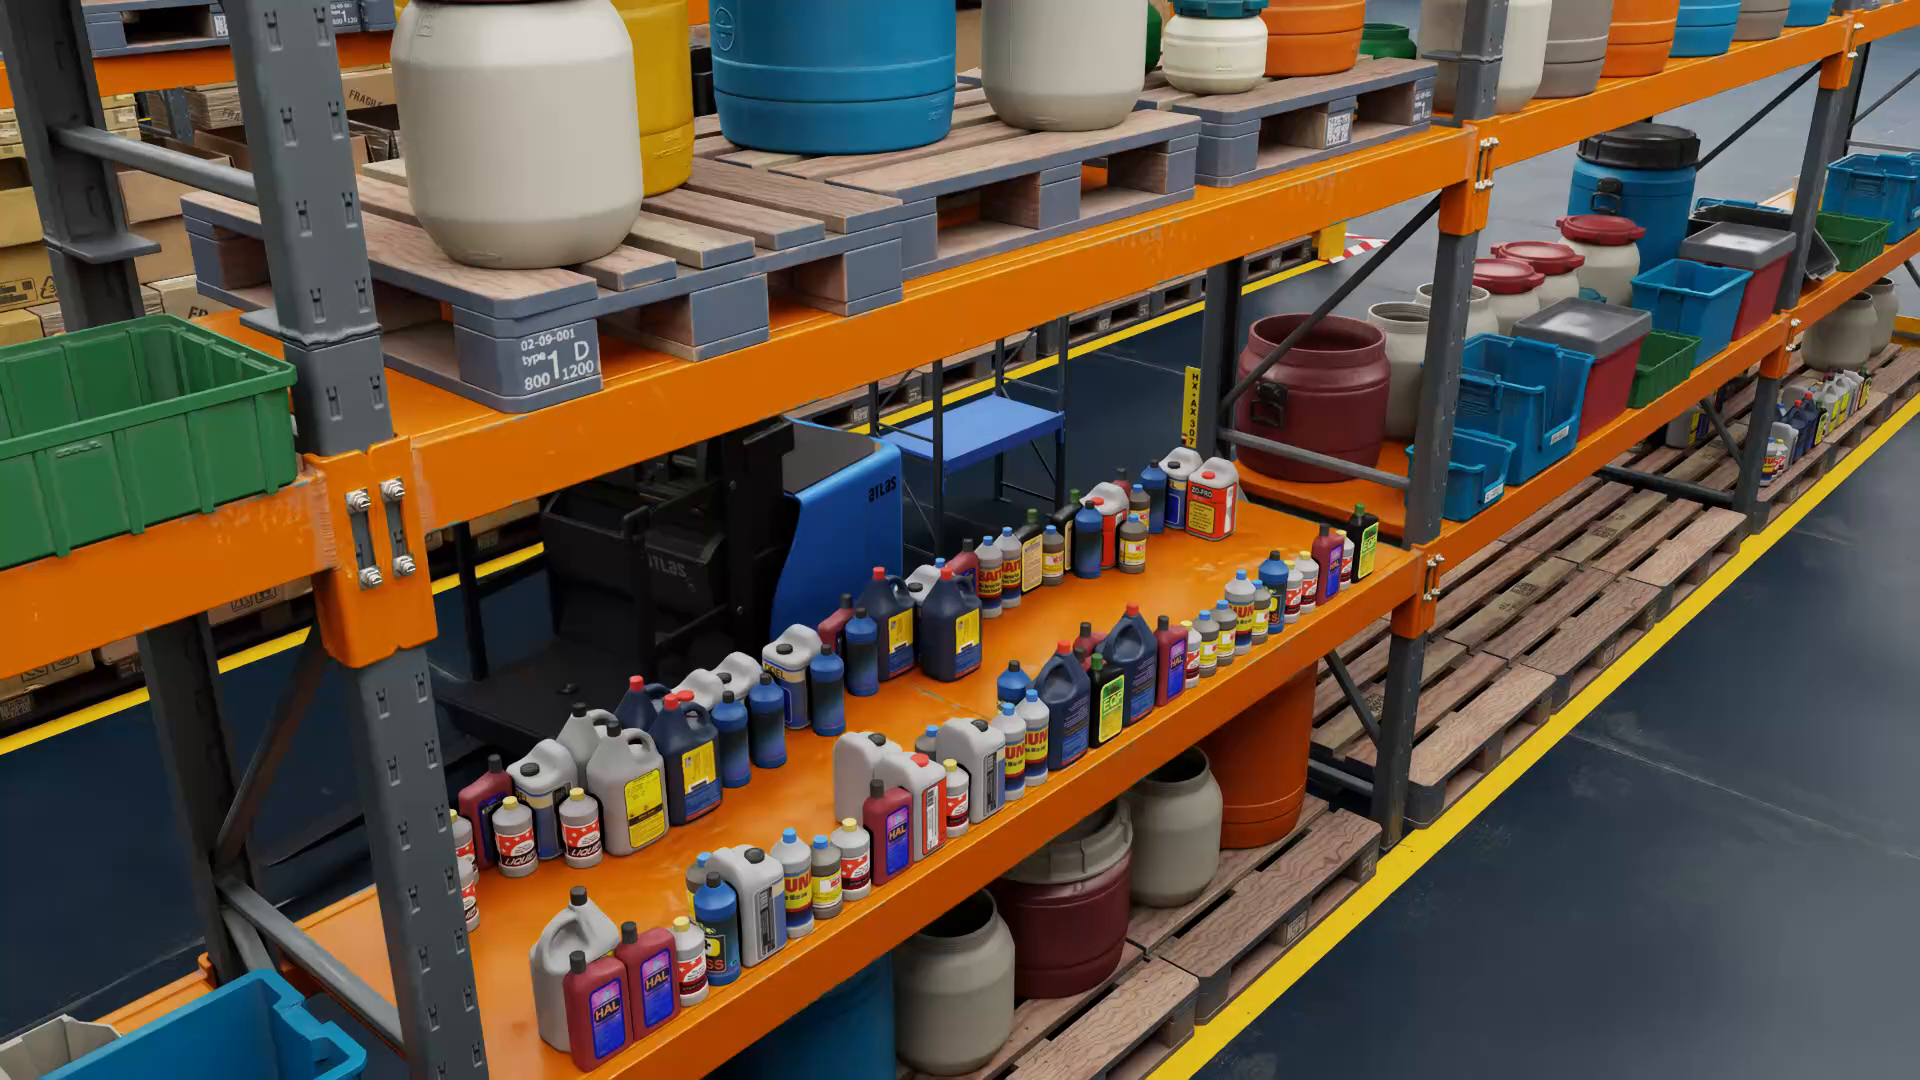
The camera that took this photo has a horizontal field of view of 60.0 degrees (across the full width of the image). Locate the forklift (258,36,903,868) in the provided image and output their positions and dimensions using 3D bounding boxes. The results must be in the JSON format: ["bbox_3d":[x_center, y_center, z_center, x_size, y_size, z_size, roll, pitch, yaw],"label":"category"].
[{"bbox_3d":[-1.475,-0.403,6.566,1.130,2.935,3.031,15,28,30],"label":"forklift"}]

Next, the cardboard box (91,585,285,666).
[{"bbox_3d":[-4.014,-0.124,7.945,1.225,0.875,0.875,19,30,36],"label":"cardboard box"}]

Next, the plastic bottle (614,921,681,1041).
[{"bbox_3d":[-0.682,0.941,3.629,0.061,0.283,0.133,20,31,38],"label":"plastic bottle"}]

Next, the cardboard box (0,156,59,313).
[{"bbox_3d":[-4.136,-1.335,7.214,0.797,0.503,0.637,21,31,38],"label":"cardboard box"}]

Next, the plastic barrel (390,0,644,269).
[{"bbox_3d":[-0.796,-0.791,3.002,0.433,0.535,0.433,0,24,0],"label":"plastic barrel"}]

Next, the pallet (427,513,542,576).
[{"bbox_3d":[-2.935,-0.156,9.340,1.003,0.211,1.213,20,31,38],"label":"pallet"}]

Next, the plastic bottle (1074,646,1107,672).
[{"bbox_3d":[0.363,0.426,4.776,0.061,0.283,0.133,20,31,38],"label":"plastic bottle"}]

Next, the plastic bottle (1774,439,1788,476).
[{"bbox_3d":[4.680,-0.477,9.531,0.097,0.201,0.097,0,24,0],"label":"plastic bottle"}]

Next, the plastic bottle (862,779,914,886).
[{"bbox_3d":[-0.179,0.711,4.141,0.061,0.283,0.133,20,31,38],"label":"plastic bottle"}]

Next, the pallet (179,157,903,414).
[{"bbox_3d":[-0.884,-0.625,3.542,1.213,0.211,1.003,20,31,38],"label":"pallet"}]

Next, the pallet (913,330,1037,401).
[{"bbox_3d":[-0.202,-1.357,12.018,1.003,0.211,1.213,20,31,38],"label":"pallet"}]

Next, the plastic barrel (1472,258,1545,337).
[{"bbox_3d":[2.425,-0.989,7.624,0.433,0.535,0.433,0,24,0],"label":"plastic barrel"}]

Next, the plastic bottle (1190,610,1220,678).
[{"bbox_3d":[0.749,0.313,5.128,0.097,0.201,0.097,0,24,0],"label":"plastic bottle"}]

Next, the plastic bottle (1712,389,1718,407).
[{"bbox_3d":[4.658,-0.887,10.345,0.061,0.283,0.133,20,31,38],"label":"plastic bottle"}]

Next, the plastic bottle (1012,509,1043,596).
[{"bbox_3d":[0.220,0.041,5.635,0.061,0.283,0.133,20,31,38],"label":"plastic bottle"}]

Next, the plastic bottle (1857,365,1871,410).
[{"bbox_3d":[5.711,-0.974,10.539,0.061,0.283,0.133,21,32,39],"label":"plastic bottle"}]

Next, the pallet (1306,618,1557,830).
[{"bbox_3d":[1.882,0.751,7.316,1.003,0.211,1.213,20,31,38],"label":"pallet"}]

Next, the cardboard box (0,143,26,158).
[{"bbox_3d":[-6.473,-2.606,11.189,0.380,0.149,0.250,20,31,37],"label":"cardboard box"}]

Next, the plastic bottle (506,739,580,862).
[{"bbox_3d":[-1.068,0.660,4.263,0.152,0.276,0.135,20,31,38],"label":"plastic bottle"}]

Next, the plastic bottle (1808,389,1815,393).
[{"bbox_3d":[5.268,-0.834,10.326,0.097,0.201,0.097,0,24,0],"label":"plastic bottle"}]

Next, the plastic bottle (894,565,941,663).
[{"bbox_3d":[-0.119,0.227,5.229,0.152,0.276,0.135,20,31,38],"label":"plastic bottle"}]

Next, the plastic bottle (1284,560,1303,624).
[{"bbox_3d":[1.074,0.165,5.459,0.097,0.201,0.097,0,24,0],"label":"plastic bottle"}]

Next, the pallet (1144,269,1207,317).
[{"bbox_3d":[1.553,-2.182,13.858,1.003,0.211,1.213,20,31,38],"label":"pallet"}]

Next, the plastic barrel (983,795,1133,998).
[{"bbox_3d":[0.268,1.111,5.540,0.600,0.588,0.708,20,31,38],"label":"plastic barrel"}]

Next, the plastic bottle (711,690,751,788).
[{"bbox_3d":[-0.626,0.537,4.543,0.097,0.271,0.097,0,24,0],"label":"plastic bottle"}]

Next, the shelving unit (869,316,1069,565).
[{"bbox_3d":[0.057,-0.710,9.001,0.538,1.500,1.048,20,31,38],"label":"shelving unit"}]

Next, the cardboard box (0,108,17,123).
[{"bbox_3d":[-6.484,-2.869,11.049,0.380,0.149,0.250,21,32,39],"label":"cardboard box"}]

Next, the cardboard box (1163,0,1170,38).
[{"bbox_3d":[1.473,-3.877,12.522,0.500,0.500,0.500,20,31,38],"label":"cardboard box"}]

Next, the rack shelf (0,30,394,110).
[{"bbox_3d":[-3.688,-2.079,7.434,1.077,0.370,4.000,20,31,38],"label":"rack shelf"}]

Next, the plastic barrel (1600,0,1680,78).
[{"bbox_3d":[2.482,-2.250,6.412,0.600,0.830,0.708,20,31,38],"label":"plastic barrel"}]

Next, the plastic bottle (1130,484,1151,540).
[{"bbox_3d":[0.643,-0.104,6.058,0.097,0.201,0.097,0,24,0],"label":"plastic bottle"}]

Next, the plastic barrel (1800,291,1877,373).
[{"bbox_3d":[5.958,-1.415,11.268,0.421,0.512,0.421,0,24,0],"label":"plastic barrel"}]

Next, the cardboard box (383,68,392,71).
[{"bbox_3d":[-4.470,-3.602,13.495,0.500,0.500,0.500,20,31,37],"label":"cardboard box"}]

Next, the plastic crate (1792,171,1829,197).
[{"bbox_3d":[5.838,-2.428,11.321,0.298,0.136,0.250,20,31,38],"label":"plastic crate"}]

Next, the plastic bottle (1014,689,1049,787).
[{"bbox_3d":[0.194,0.535,4.549,0.097,0.271,0.097,0,24,0],"label":"plastic bottle"}]

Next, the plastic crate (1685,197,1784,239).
[{"bbox_3d":[4.542,-1.858,9.909,0.499,0.251,0.616,20,31,38],"label":"plastic crate"}]

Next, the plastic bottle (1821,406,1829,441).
[{"bbox_3d":[5.185,-0.708,10.046,0.097,0.201,0.097,0,24,0],"label":"plastic bottle"}]

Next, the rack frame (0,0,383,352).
[{"bbox_3d":[-1.334,-1.814,2.297,1.000,3.000,0.127,20,31,38],"label":"rack frame"}]

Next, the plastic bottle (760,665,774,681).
[{"bbox_3d":[-0.584,0.457,4.808,0.097,0.201,0.097,0,24,0],"label":"plastic bottle"}]

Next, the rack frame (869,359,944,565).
[{"bbox_3d":[-0.282,-0.555,8.656,0.500,1.500,0.032,20,31,38],"label":"rack frame"}]

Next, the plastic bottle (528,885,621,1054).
[{"bbox_3d":[-0.831,0.915,3.604,0.144,0.351,0.185,20,31,38],"label":"plastic bottle"}]

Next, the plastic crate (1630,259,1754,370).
[{"bbox_3d":[3.501,-1.086,8.025,0.392,0.384,0.575,20,31,38],"label":"plastic crate"}]

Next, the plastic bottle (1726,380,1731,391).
[{"bbox_3d":[5.004,-1.117,10.872,0.097,0.271,0.097,0,24,0],"label":"plastic bottle"}]

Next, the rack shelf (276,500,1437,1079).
[{"bbox_3d":[0.001,0.642,5.031,1.077,0.370,4.000,20,31,38],"label":"rack shelf"}]

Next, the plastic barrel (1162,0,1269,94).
[{"bbox_3d":[0.729,-1.426,4.754,0.301,0.262,0.301,0,24,0],"label":"plastic barrel"}]

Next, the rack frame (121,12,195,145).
[{"bbox_3d":[-5.979,-3.033,12.348,1.000,3.000,0.127,20,31,38],"label":"rack frame"}]

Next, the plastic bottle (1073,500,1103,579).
[{"bbox_3d":[0.445,-0.008,5.758,0.097,0.271,0.097,0,24,0],"label":"plastic bottle"}]

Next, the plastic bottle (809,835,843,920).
[{"bbox_3d":[-0.334,0.808,4.025,0.097,0.201,0.097,0,24,0],"label":"plastic bottle"}]
